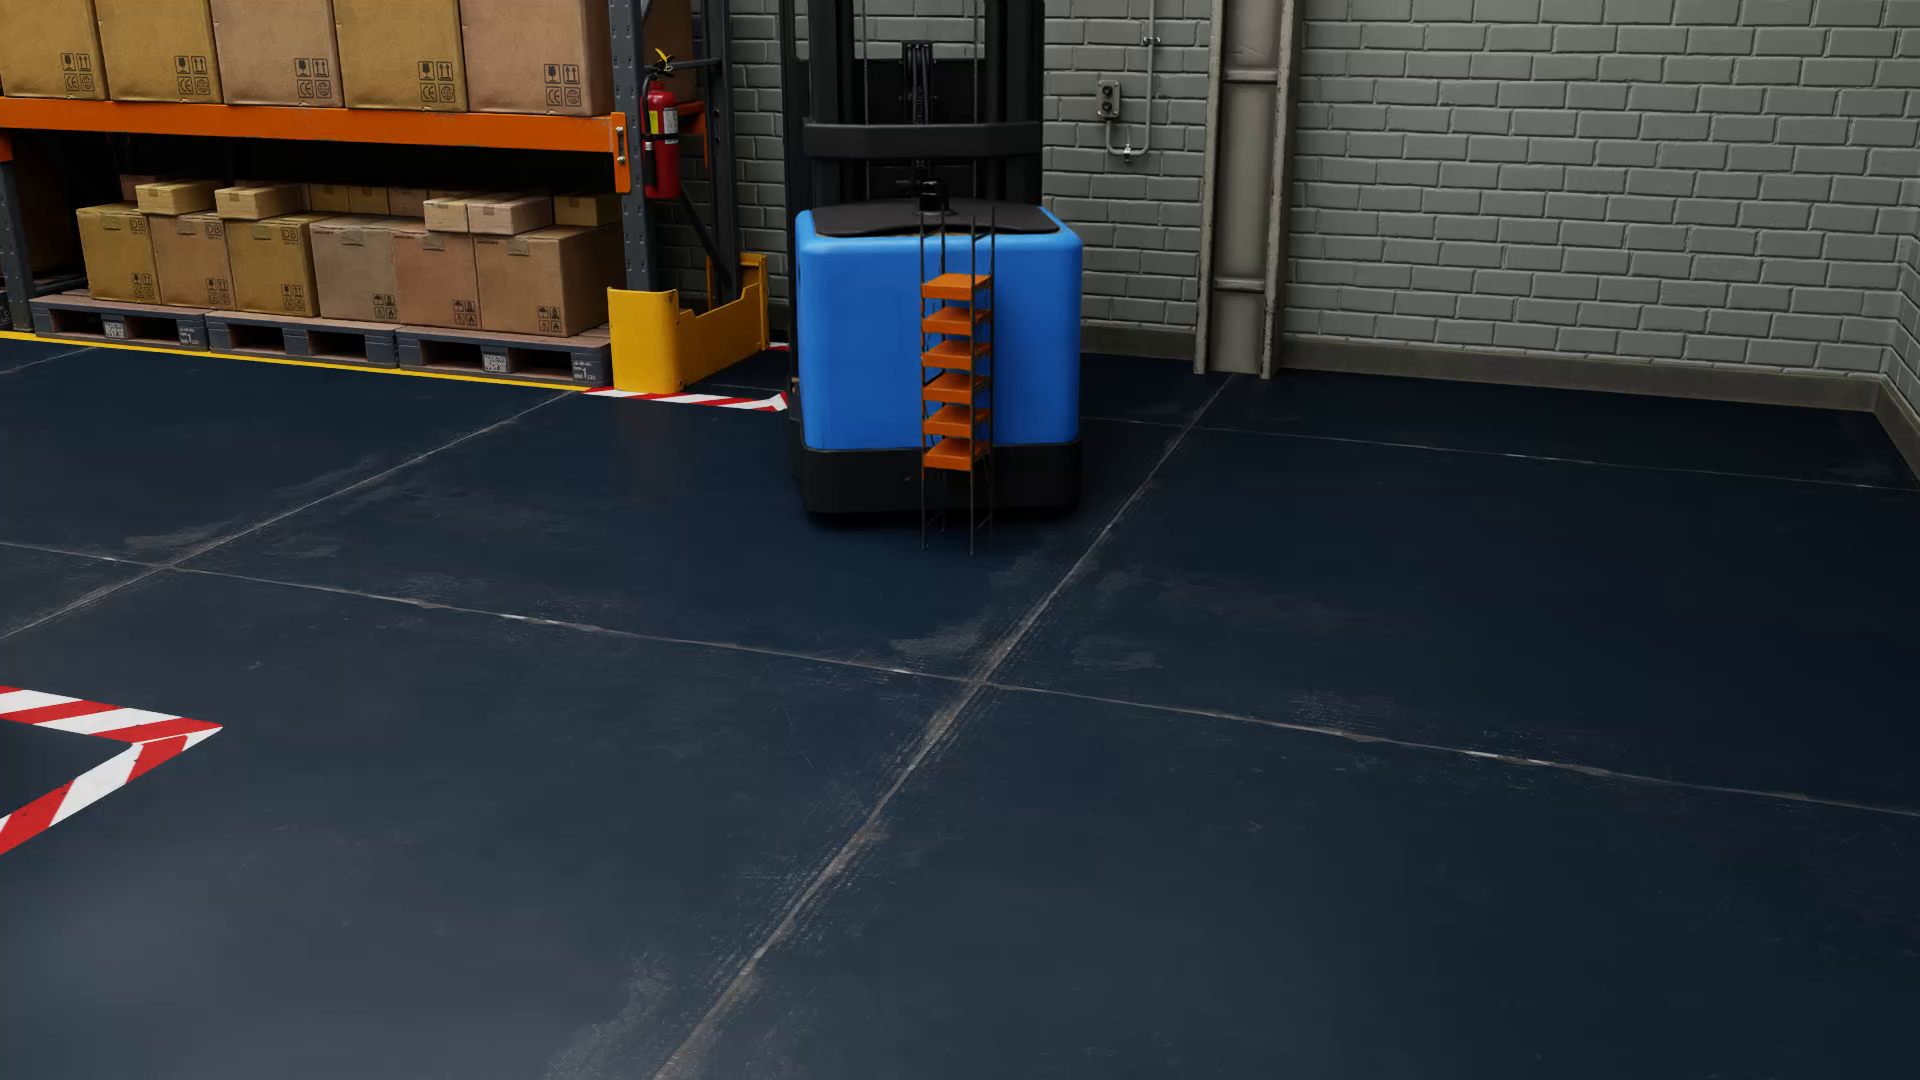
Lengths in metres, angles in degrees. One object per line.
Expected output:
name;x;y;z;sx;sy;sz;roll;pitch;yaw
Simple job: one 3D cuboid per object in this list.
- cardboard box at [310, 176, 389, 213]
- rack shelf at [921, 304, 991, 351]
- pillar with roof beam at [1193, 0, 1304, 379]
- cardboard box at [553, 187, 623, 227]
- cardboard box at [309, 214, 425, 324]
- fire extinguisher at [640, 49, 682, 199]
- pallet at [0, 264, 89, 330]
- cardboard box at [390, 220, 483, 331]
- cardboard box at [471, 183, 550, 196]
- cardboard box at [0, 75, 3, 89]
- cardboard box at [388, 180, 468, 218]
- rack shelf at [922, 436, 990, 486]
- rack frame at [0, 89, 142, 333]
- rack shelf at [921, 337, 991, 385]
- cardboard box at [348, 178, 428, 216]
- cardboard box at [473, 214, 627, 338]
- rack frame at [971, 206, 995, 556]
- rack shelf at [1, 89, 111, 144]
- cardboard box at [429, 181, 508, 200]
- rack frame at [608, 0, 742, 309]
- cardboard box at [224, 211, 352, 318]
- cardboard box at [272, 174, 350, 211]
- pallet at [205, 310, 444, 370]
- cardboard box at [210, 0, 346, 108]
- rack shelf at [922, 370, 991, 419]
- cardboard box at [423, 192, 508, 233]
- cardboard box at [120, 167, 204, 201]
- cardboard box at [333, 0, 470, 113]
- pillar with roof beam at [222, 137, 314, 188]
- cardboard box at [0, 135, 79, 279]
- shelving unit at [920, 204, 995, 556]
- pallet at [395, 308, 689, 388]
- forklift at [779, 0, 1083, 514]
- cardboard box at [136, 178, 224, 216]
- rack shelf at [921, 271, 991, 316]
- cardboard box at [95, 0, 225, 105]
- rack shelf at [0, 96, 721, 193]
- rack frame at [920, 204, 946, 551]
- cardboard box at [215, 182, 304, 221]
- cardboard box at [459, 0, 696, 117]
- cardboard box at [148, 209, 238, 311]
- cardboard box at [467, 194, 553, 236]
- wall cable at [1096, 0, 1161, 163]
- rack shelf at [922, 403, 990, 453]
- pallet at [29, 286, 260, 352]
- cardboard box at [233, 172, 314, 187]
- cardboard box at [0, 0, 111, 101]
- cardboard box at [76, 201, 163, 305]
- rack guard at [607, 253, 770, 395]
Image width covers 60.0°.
cardboard box;-3.347;-1.903;9.154;0.250;0.149;0.380;6;20;17
rack shelf;-0.007;-0.740;5.782;0.180;0.103;0.258;6;20;18
pillar with roof beam;0.022;-3.794;3.288;0.400;9.000;9.100;7;20;18
cardboard box;-1.910;-1.739;8.683;0.250;0.149;0.380;7;20;18
cardboard box;-3.041;-1.493;8.961;0.500;0.500;0.700;6;20;16
fire extinguisher;-1.408;-1.950;7.796;0.183;0.674;0.296;7;20;18
pallet;-5.931;-1.497;10.051;1.213;0.211;1.003;7;20;18
cardboard box;-2.566;-1.438;8.805;0.500;0.500;0.700;6;20;18
cardboard box;-2.388;-1.794;8.840;0.250;0.149;0.380;7;20;18
cardboard box;-5.590;-2.593;9.310;0.250;0.149;0.380;7;20;19
cardboard box;-2.865;-1.848;8.996;0.250;0.149;0.380;7;20;19
rack shelf;-0.007;-0.287;5.941;0.180;0.103;0.258;6;20;18
rack frame;-5.178;-2.754;9.420;0.127;3.000;1.000;7;20;18
rack shelf;-0.007;-0.627;5.821;0.180;0.103;0.258;6;20;18
cardboard box;-3.108;-1.876;9.075;0.250;0.149;0.380;7;20;19
cardboard box;-2.093;-1.384;8.650;0.500;0.500;0.700;7;20;18
rack frame;0.080;-0.546;5.819;0.006;1.200;0.240;6;20;18
rack shelf;-7.067;-2.630;10.158;4.000;0.370;1.077;7;20;18
cardboard box;-2.625;-1.821;8.918;0.250;0.149;0.380;7;20;19
rack frame;-1.399;-2.322;8.180;0.127;3.000;1.000;7;20;18
cardboard box;-3.547;-1.548;9.119;0.500;0.500;0.700;7;20;19
cardboard box;-3.591;-1.931;9.233;0.250;0.149;0.380;7;20;19
pallet;-3.329;-1.200;9.197;1.213;0.211;1.003;7;20;18
cardboard box;-3.292;-2.676;8.740;0.700;0.700;0.980;6;20;15
rack shelf;-0.007;-0.514;5.861;0.180;0.103;0.258;6;20;18
cardboard box;-2.516;-1.675;8.499;0.250;0.149;0.380;7;20;20
cardboard box;-4.577;-2.043;9.554;0.250;0.149;0.380;6;20;18
cardboard box;-2.575;-2.591;8.496;0.700;0.700;0.980;6;20;18
pillar with roof beam;-5.645;-4.442;5.147;0.400;9.000;9.100;7;20;18
cardboard box;-5.834;-1.967;9.790;0.750;0.750;0.750;7;20;19
shelving unit;-0.007;-0.556;5.846;0.189;1.200;0.258;6;20;18
pallet;-2.180;-1.067;8.817;1.213;0.211;1.003;7;20;18
forklift;-0.226;-1.924;7.143;1.130;2.935;3.031;-2;19;-6
cardboard box;-4.241;-1.872;9.063;0.250;0.149;0.380;7;20;20
rack shelf;-0.007;-0.853;5.742;0.180;0.103;0.258;6;20;18
cardboard box;-3.983;-2.751;8.957;0.700;0.700;0.980;6;20;17
rack shelf;-3.289;-2.198;8.919;4.000;0.370;1.077;7;20;18
rack frame;-0.094;-0.565;5.874;0.006;1.200;0.240;6;20;18
cardboard box;-3.748;-1.816;8.902;0.250;0.149;0.380;6;20;17
cardboard box;-1.884;-2.516;8.280;0.700;0.700;0.980;7;21;21
cardboard box;-4.032;-1.604;9.280;0.500;0.500;0.700;6;20;18
cardboard box;-2.274;-1.648;8.421;0.250;0.149;0.380;6;20;17
wall cable;0.121;-2.958;8.460;1.851;1.984;0.084;7;20;18
rack shelf;-0.007;-0.401;5.901;0.180;0.103;0.258;6;20;18
pallet;-4.485;-1.331;9.574;1.213;0.211;1.003;7;20;18
cardboard box;-3.829;-1.959;9.312;0.250;0.149;0.380;6;20;16
cardboard box;-4.671;-2.832;9.188;0.700;0.700;0.980;7;20;19
cardboard box;-4.505;-1.659;9.439;0.500;0.500;0.700;7;20;19
rack guard;-1.377;-1.139;8.584;0.348;0.500;1.175;7;20;18
